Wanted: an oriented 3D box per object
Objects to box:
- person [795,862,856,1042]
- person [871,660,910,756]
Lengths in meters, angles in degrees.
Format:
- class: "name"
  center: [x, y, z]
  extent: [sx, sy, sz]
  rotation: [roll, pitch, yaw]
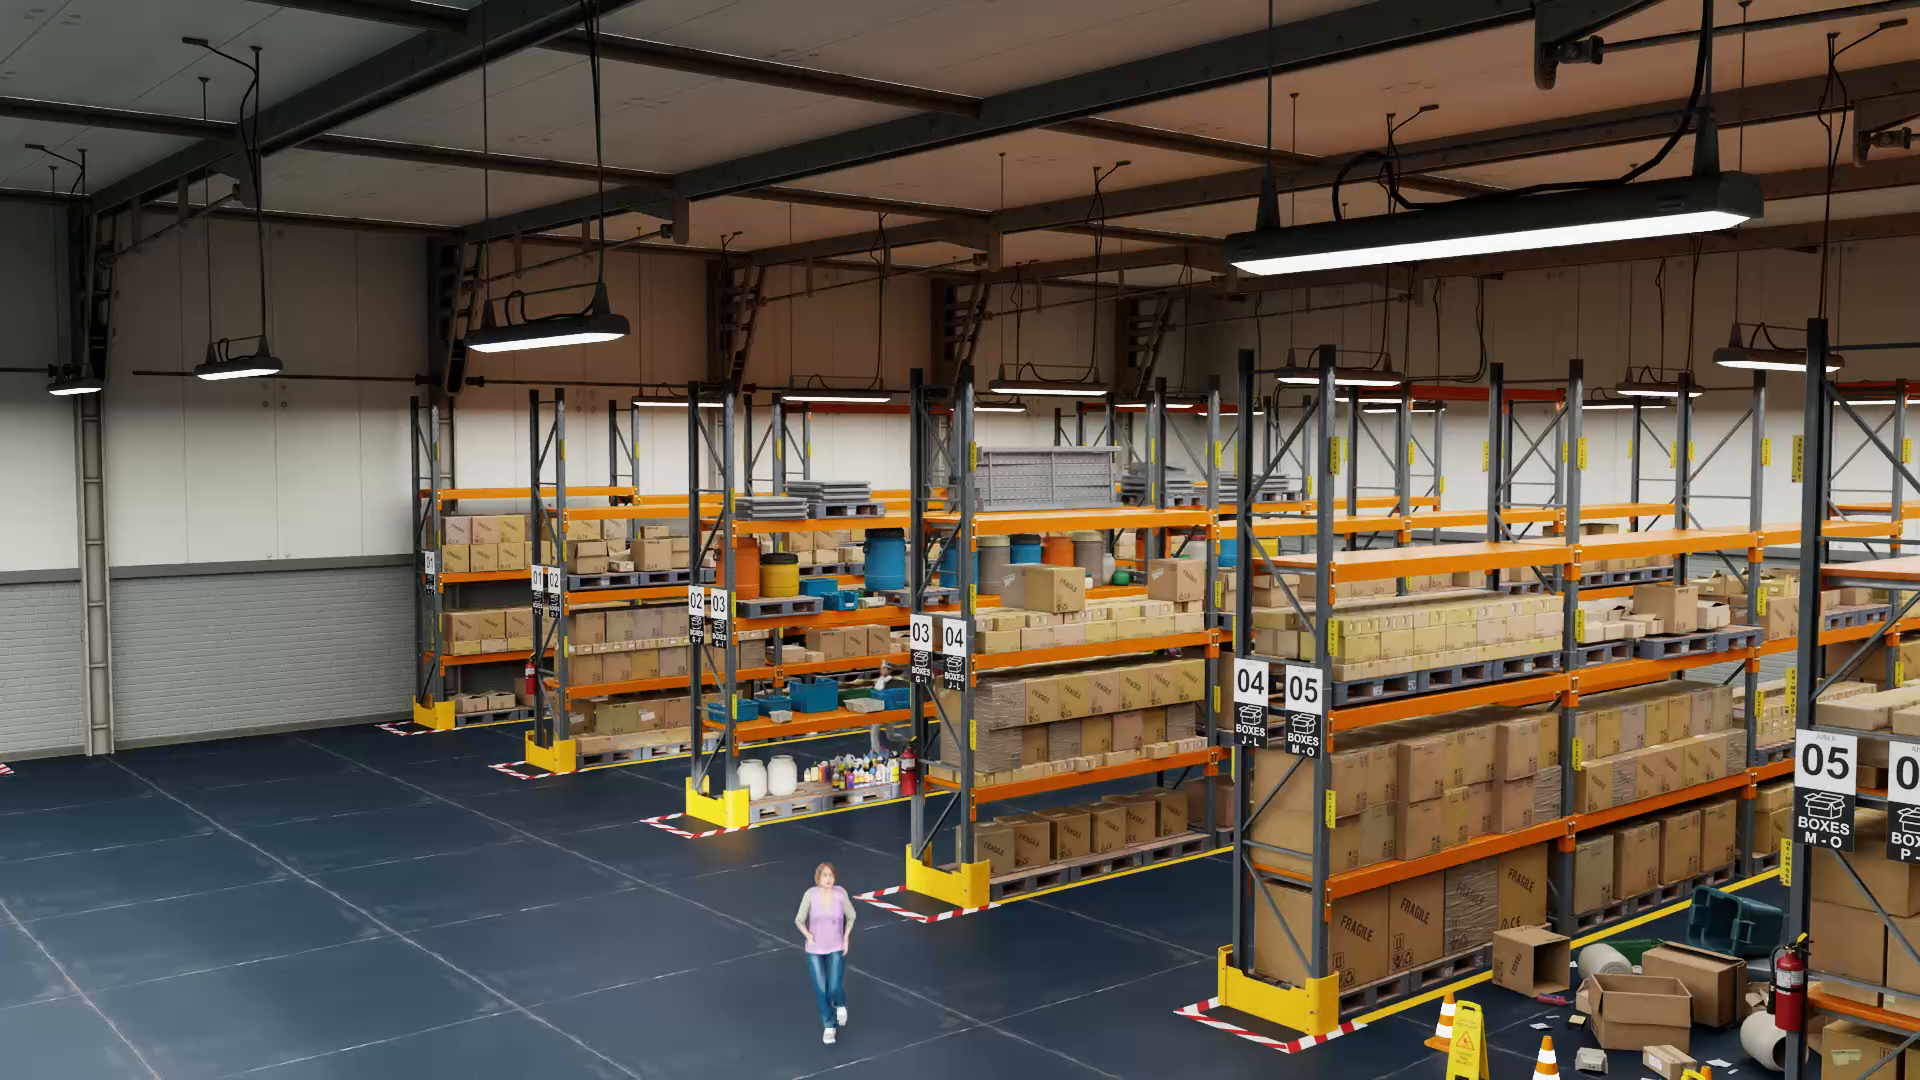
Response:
- class: "person"
  center: [-1.158, 3.546, 14.302]
  extent: [0.523, 1.561, 0.557]
  rotation: [0, 3, -4]
- class: "person"
  center: [-1.177, 2.744, 26.682]
  extent: [0.874, 1.669, 0.624]
  rotation: [-3, 4, -40]
